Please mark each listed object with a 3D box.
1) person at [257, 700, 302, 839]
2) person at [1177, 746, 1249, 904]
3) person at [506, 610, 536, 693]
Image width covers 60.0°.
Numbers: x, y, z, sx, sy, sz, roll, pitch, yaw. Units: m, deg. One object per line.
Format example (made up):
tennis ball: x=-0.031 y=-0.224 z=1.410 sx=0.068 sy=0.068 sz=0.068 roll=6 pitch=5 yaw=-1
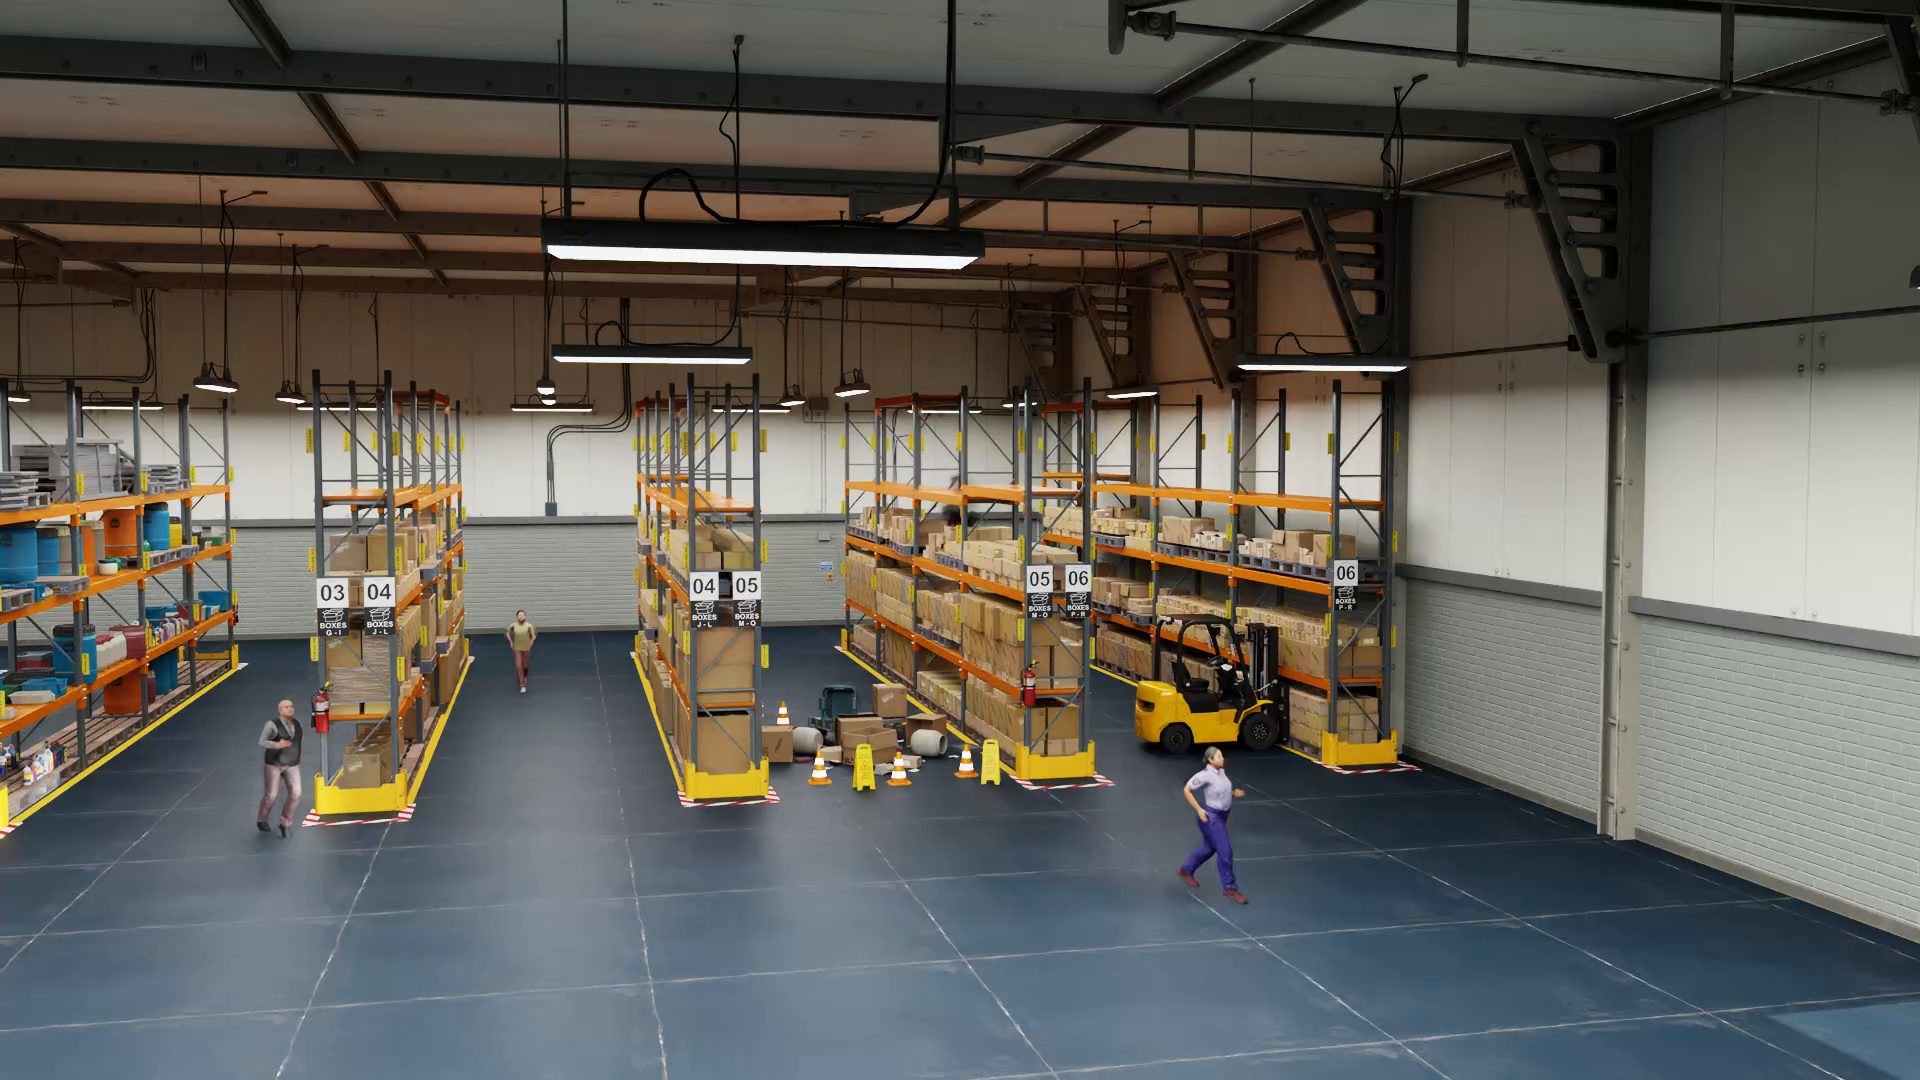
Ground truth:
person: x=-8.644 y=2.931 z=21.267 sx=0.740 sy=1.778 sz=0.656 roll=3 pitch=5 yaw=44
person: x=2.798 y=3.106 z=18.330 sx=0.877 sy=1.671 sz=0.594 roll=2 pitch=4 yaw=29
person: x=-8.914 y=2.242 z=33.783 sx=0.579 sy=1.656 sz=0.795 roll=-1 pitch=3 yaw=-16
